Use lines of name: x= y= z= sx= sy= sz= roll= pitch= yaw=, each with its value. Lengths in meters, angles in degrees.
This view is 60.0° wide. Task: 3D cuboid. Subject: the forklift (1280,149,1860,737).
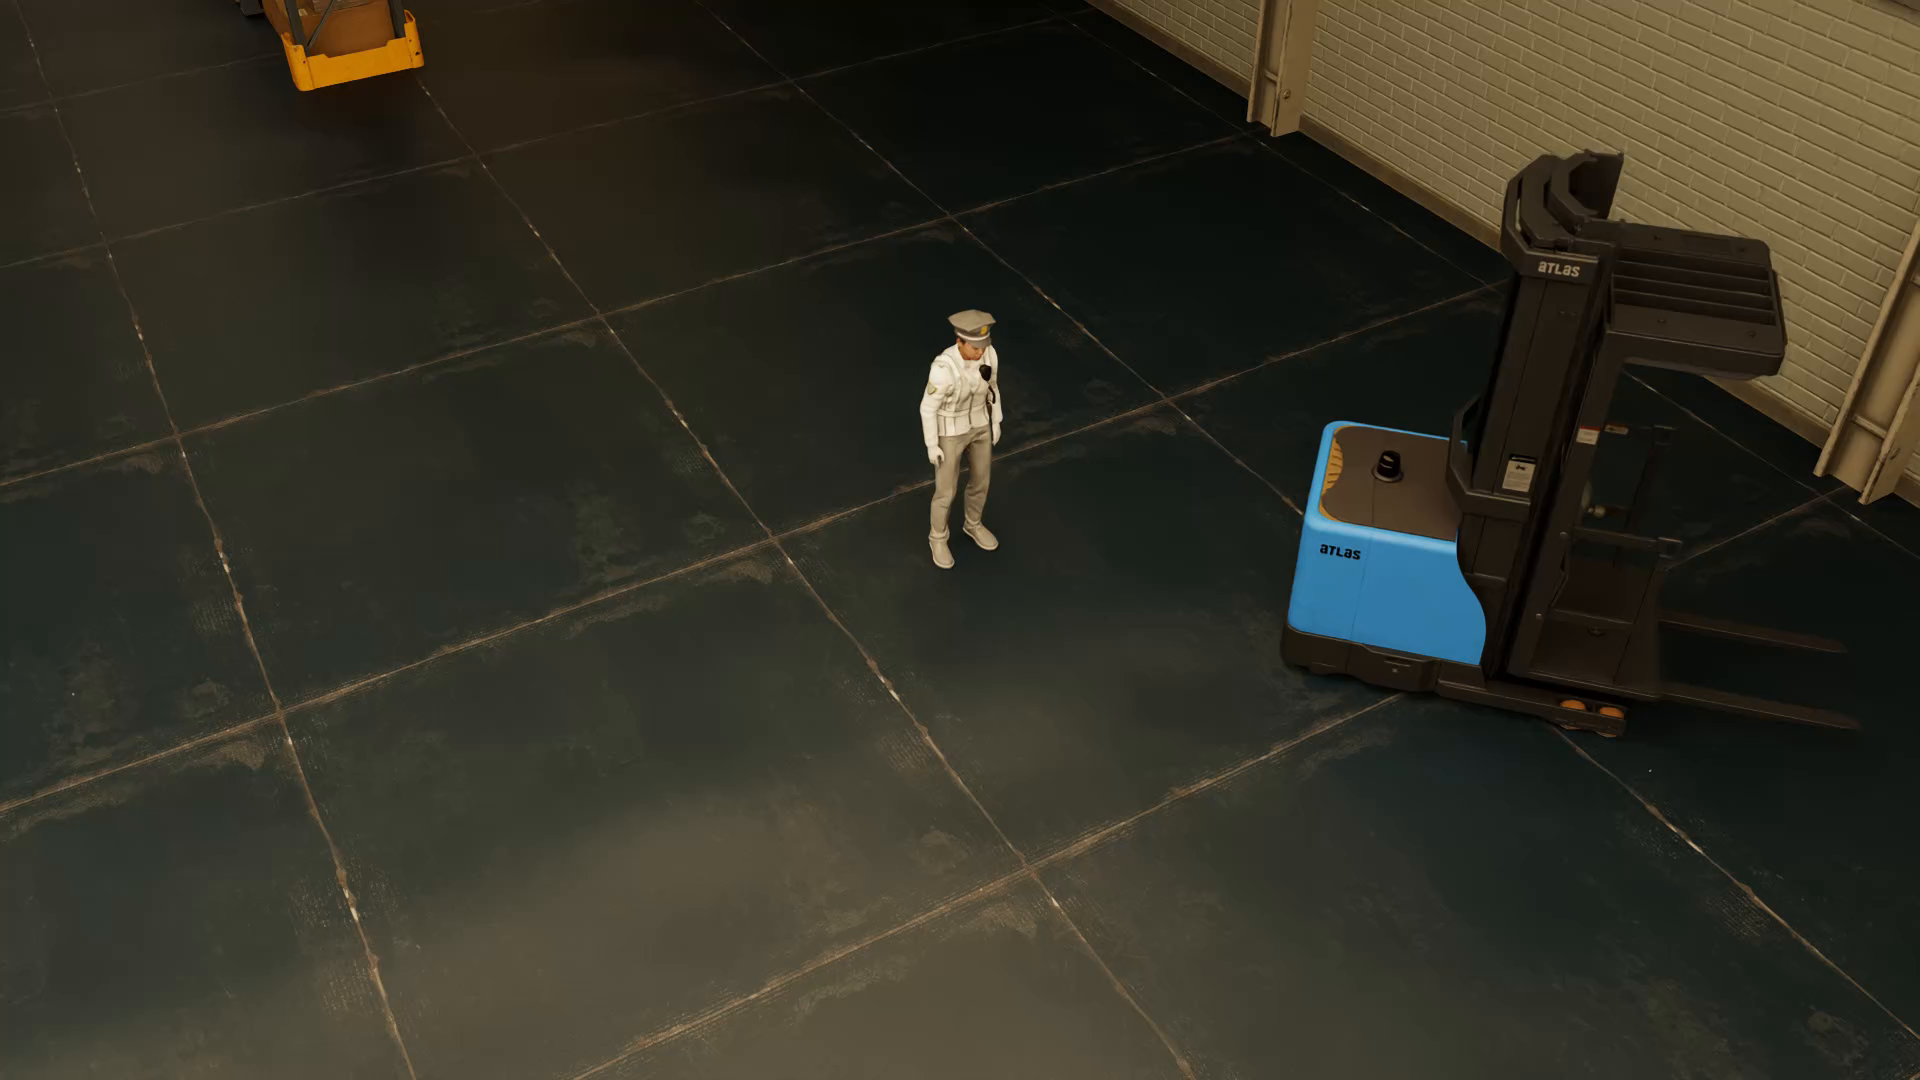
forklift: x=3.394 y=-0.437 z=8.564 sx=3.031 sy=2.935 sz=1.130 roll=11 pitch=41 yaw=13

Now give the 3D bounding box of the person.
person: x=0.024 y=-0.626 z=9.787 sx=0.529 sy=1.663 sz=0.372 roll=-22 pitch=44 yaw=-24
